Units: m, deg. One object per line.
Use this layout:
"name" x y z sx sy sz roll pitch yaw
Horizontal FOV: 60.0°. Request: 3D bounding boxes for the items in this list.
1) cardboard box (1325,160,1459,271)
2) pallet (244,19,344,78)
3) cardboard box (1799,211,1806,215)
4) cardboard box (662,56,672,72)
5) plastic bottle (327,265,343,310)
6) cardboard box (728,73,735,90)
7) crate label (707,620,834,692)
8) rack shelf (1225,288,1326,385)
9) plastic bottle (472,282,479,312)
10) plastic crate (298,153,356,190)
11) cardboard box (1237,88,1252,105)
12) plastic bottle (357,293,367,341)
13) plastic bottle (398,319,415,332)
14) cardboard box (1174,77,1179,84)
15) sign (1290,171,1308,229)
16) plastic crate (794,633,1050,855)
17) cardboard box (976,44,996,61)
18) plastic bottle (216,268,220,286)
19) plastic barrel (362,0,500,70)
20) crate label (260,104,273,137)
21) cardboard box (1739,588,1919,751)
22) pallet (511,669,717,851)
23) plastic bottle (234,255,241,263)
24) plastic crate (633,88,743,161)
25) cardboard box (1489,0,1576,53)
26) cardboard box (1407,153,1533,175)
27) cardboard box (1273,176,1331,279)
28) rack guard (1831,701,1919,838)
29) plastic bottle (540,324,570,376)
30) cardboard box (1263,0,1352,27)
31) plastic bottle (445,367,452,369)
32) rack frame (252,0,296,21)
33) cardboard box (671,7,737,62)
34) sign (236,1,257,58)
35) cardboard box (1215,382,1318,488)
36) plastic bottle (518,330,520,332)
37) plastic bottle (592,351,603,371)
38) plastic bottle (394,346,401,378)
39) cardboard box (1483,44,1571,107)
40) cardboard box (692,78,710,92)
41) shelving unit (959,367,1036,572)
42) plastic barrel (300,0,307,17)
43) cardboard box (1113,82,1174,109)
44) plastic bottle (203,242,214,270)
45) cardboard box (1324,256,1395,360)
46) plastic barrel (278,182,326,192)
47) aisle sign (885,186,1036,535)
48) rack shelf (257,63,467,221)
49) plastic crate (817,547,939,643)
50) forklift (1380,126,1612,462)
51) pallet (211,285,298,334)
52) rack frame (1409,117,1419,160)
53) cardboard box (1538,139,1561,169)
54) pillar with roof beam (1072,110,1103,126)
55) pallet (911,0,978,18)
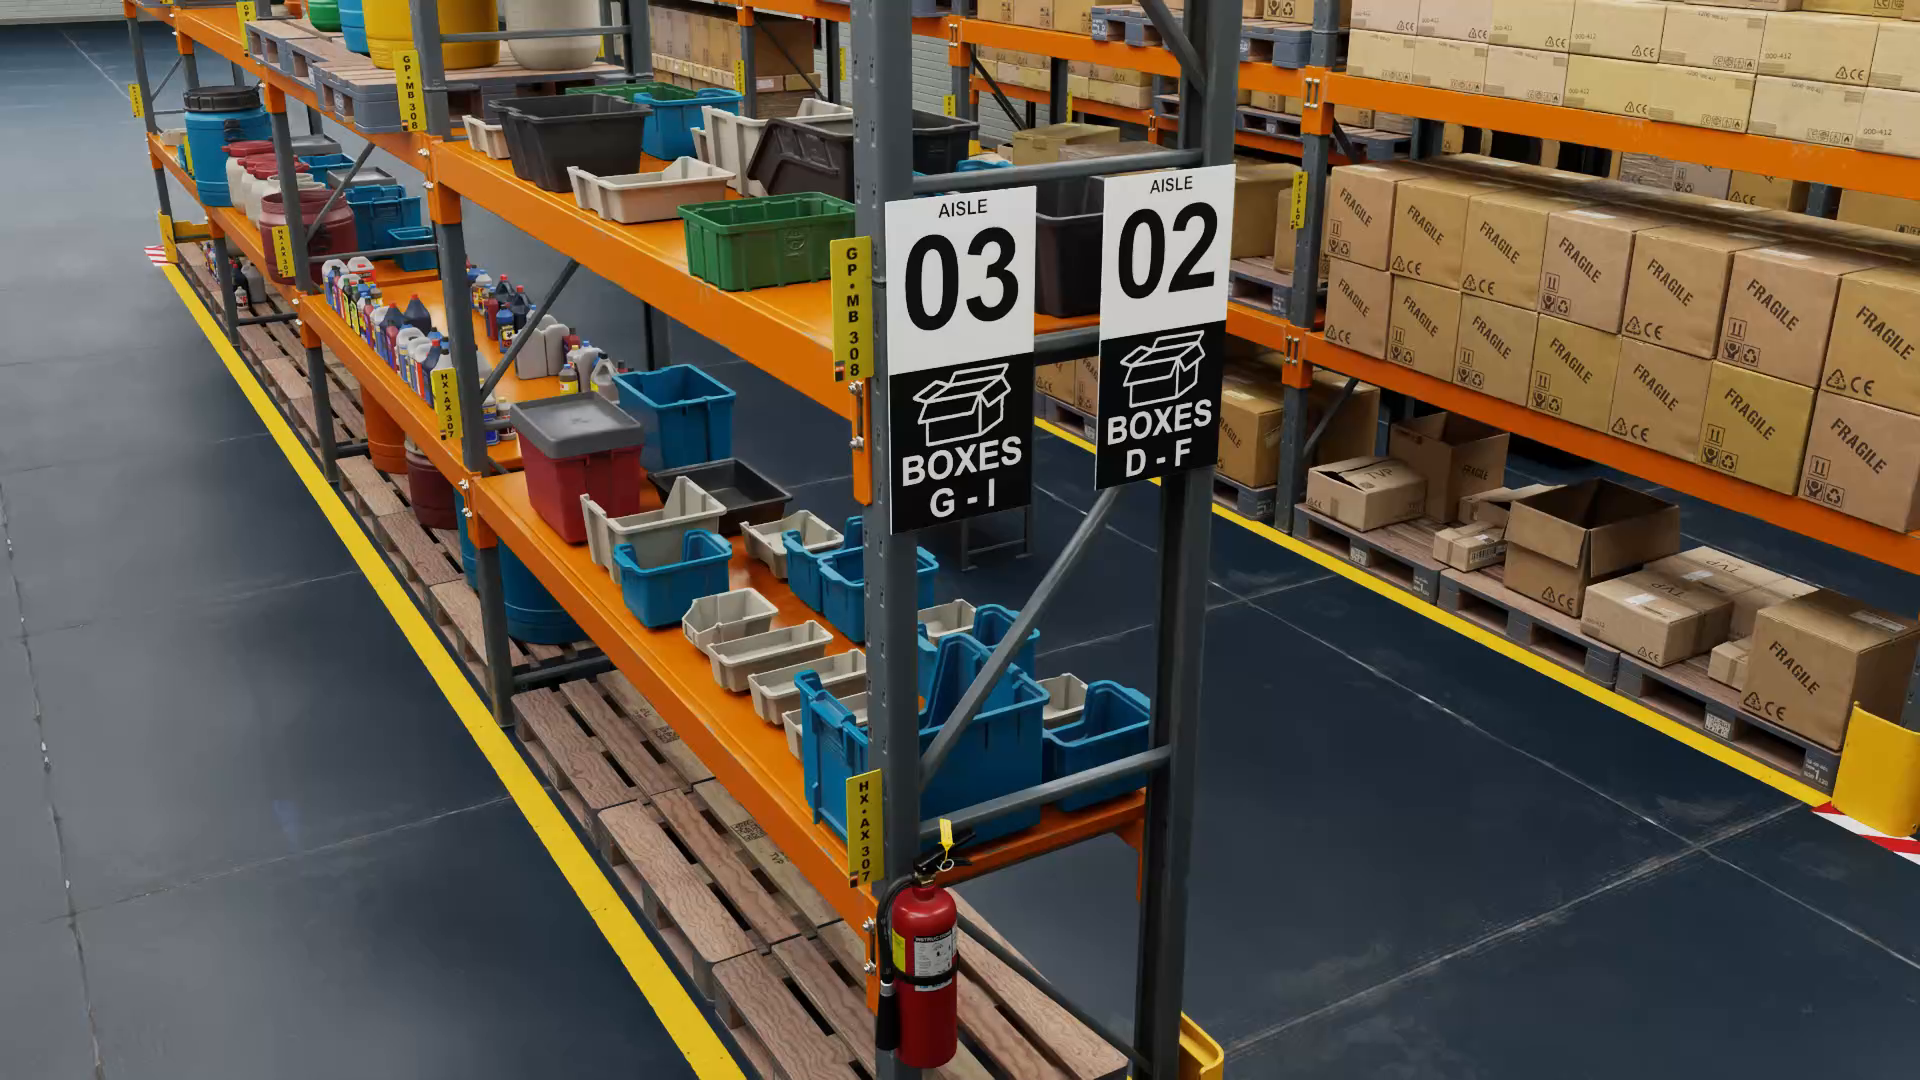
"cardboard box" 2.437 -1.840 9.394 0.500 0.500 0.500 -12 25 -27
"pallet" -3.559 -2.916 9.769 1.003 0.211 1.213 -13 25 -28
"cardboard box" 6.279 -2.439 12.635 0.380 0.149 0.250 -12 25 -28
"cardboard box" -3.017 -5.183 18.086 0.380 0.149 0.250 -13 25 -29
"plastic bottle" -3.887 -1.576 10.375 0.097 0.271 0.097 0 22 0
"cardboard box" -2.096 -4.601 16.653 0.380 0.149 0.250 -13 26 -29
"crate label" -0.650 0.393 5.633 0.396 0.136 0.243 -13 25 -28
"rack shelf" 1.416 -1.851 11.838 1.077 0.370 4.000 -13 25 -28
"plastic bottle" -2.982 -1.529 10.354 0.097 0.201 0.097 0 22 0
"plastic crate" -5.078 -2.871 13.411 0.392 0.384 0.575 -13 25 -28
"cardboard box" 3.118 -4.977 17.856 0.700 0.500 0.500 -10 24 -23
"plastic bottle" -3.464 -1.308 9.717 0.097 0.271 0.097 0 22 0
"plastic bottle" -3.032 -1.079 9.152 0.097 0.271 0.097 0 22 0
"cardboard box" 2.548 -5.560 19.184 0.500 0.500 0.500 -13 26 -29
"sign" 1.963 -1.965 9.626 0.100 0.325 0.005 -13 25 -28
"plastic crate" -0.111 0.593 4.743 0.616 0.435 0.499 -13 25 -28
"cardboard box" 0.550 -6.450 21.374 0.500 0.500 0.500 -13 25 -28
"plastic bottle" -6.912 -2.489 15.583 0.097 0.201 0.097 0 22 0
"plastic barrel" -2.463 -2.513 7.720 0.600 0.588 0.600 0 22 0
"crate label" -6.779 -3.943 15.981 0.502 0.435 0.616 -13 25 -28
"cardboard box" 3.992 0.583 7.628 0.500 0.500 0.500 -13 25 -28
"pallet" -1.413 0.937 7.726 1.003 0.211 1.213 -13 25 -28
"plastic bottle" -6.737 -2.514 15.537 0.061 0.283 0.133 -13 25 -28
"plastic crate" -1.083 -1.664 6.661 0.416 0.233 0.300 -13 25 -28
"cardboard box" 2.975 -2.558 8.173 0.500 0.250 0.500 -13 25 -28
"cardboard box" 2.919 -1.933 9.622 0.500 0.500 0.500 -12 25 -28
"cardboard box" 2.388 -1.974 10.495 0.500 0.500 0.700 17 28 36
"rack guard" 4.442 0.891 7.455 1.175 0.500 0.348 -13 25 -28
"plastic bottle" -2.204 -1.051 9.078 0.152 0.276 0.135 -13 25 -28
"cardboard box" 2.244 -3.391 9.864 0.600 0.600 0.600 -15 27 -33
"plastic bottle" -2.488 -0.712 8.244 0.152 0.276 0.135 -13 25 -28
"rack frame" -3.866 -4.660 9.824 1.000 3.000 0.127 -13 25 -28
"cardboard box" -2.650 -5.404 17.767 0.700 0.500 0.500 -13 25 -28
"sign" -4.335 -3.113 10.143 0.100 0.325 0.005 -13 25 -28
"cardboard box" 1.940 -0.687 10.755 0.500 0.500 0.500 -13 25 -29
"plastic bottle" -2.420 -1.061 9.203 0.097 0.201 0.097 0 22 0
"plastic bottle" -1.835 -0.835 8.553 0.097 0.271 0.097 0 22 0
"plastic bottle" -3.016 -0.991 9.031 0.097 0.201 0.097 0 22 0
"cardboard box" 2.980 -2.327 8.269 0.500 0.250 0.500 -13 25 -28
"cardboard box" -2.409 -4.648 17.631 0.700 0.500 0.500 -12 25 -27
"shelving unit" -0.044 -0.722 10.097 0.538 1.500 1.048 -13 25 -28
"plastic barrel" -4.098 -3.810 11.052 0.600 0.901 0.600 0 22 0
"cardboard box" 2.106 -5.116 19.086 0.500 0.250 0.500 -13 25 -28
"plastic bottle" -7.294 -2.763 16.165 0.097 0.271 0.097 0 22 0
"cardboard box" 2.464 -1.366 9.556 0.500 0.500 0.500 -12 25 -27
"plastic barrel" -4.575 -2.224 11.651 0.421 0.512 0.421 0 22 0
"aisle sign" 0.006 -0.415 3.897 0.394 0.787 0.004 -13 25 -28
"rack shelf" -2.844 -2.289 8.932 1.077 0.370 4.000 -13 25 -28
"plastic crate" -0.295 0.190 6.004 0.416 0.233 0.300 -13 25 -28
"forklift" 3.909 -2.404 12.334 1.130 2.935 3.031 -12 25 -27
"pallet" -6.216 -2.109 15.219 1.003 0.211 1.213 -13 25 -28
"rack frame" 4.651 -3.786 15.642 1.000 3.000 0.127 -13 25 -28
"cardboard box" 5.192 -3.441 14.238 0.500 0.500 0.500 -13 25 -28
"pillar with roof beam" -2.035 -8.267 18.699 9.100 9.000 0.400 -13 25 -28
"pallet" -0.029 -4.336 13.264 1.213 0.211 1.003 -11 25 -26
